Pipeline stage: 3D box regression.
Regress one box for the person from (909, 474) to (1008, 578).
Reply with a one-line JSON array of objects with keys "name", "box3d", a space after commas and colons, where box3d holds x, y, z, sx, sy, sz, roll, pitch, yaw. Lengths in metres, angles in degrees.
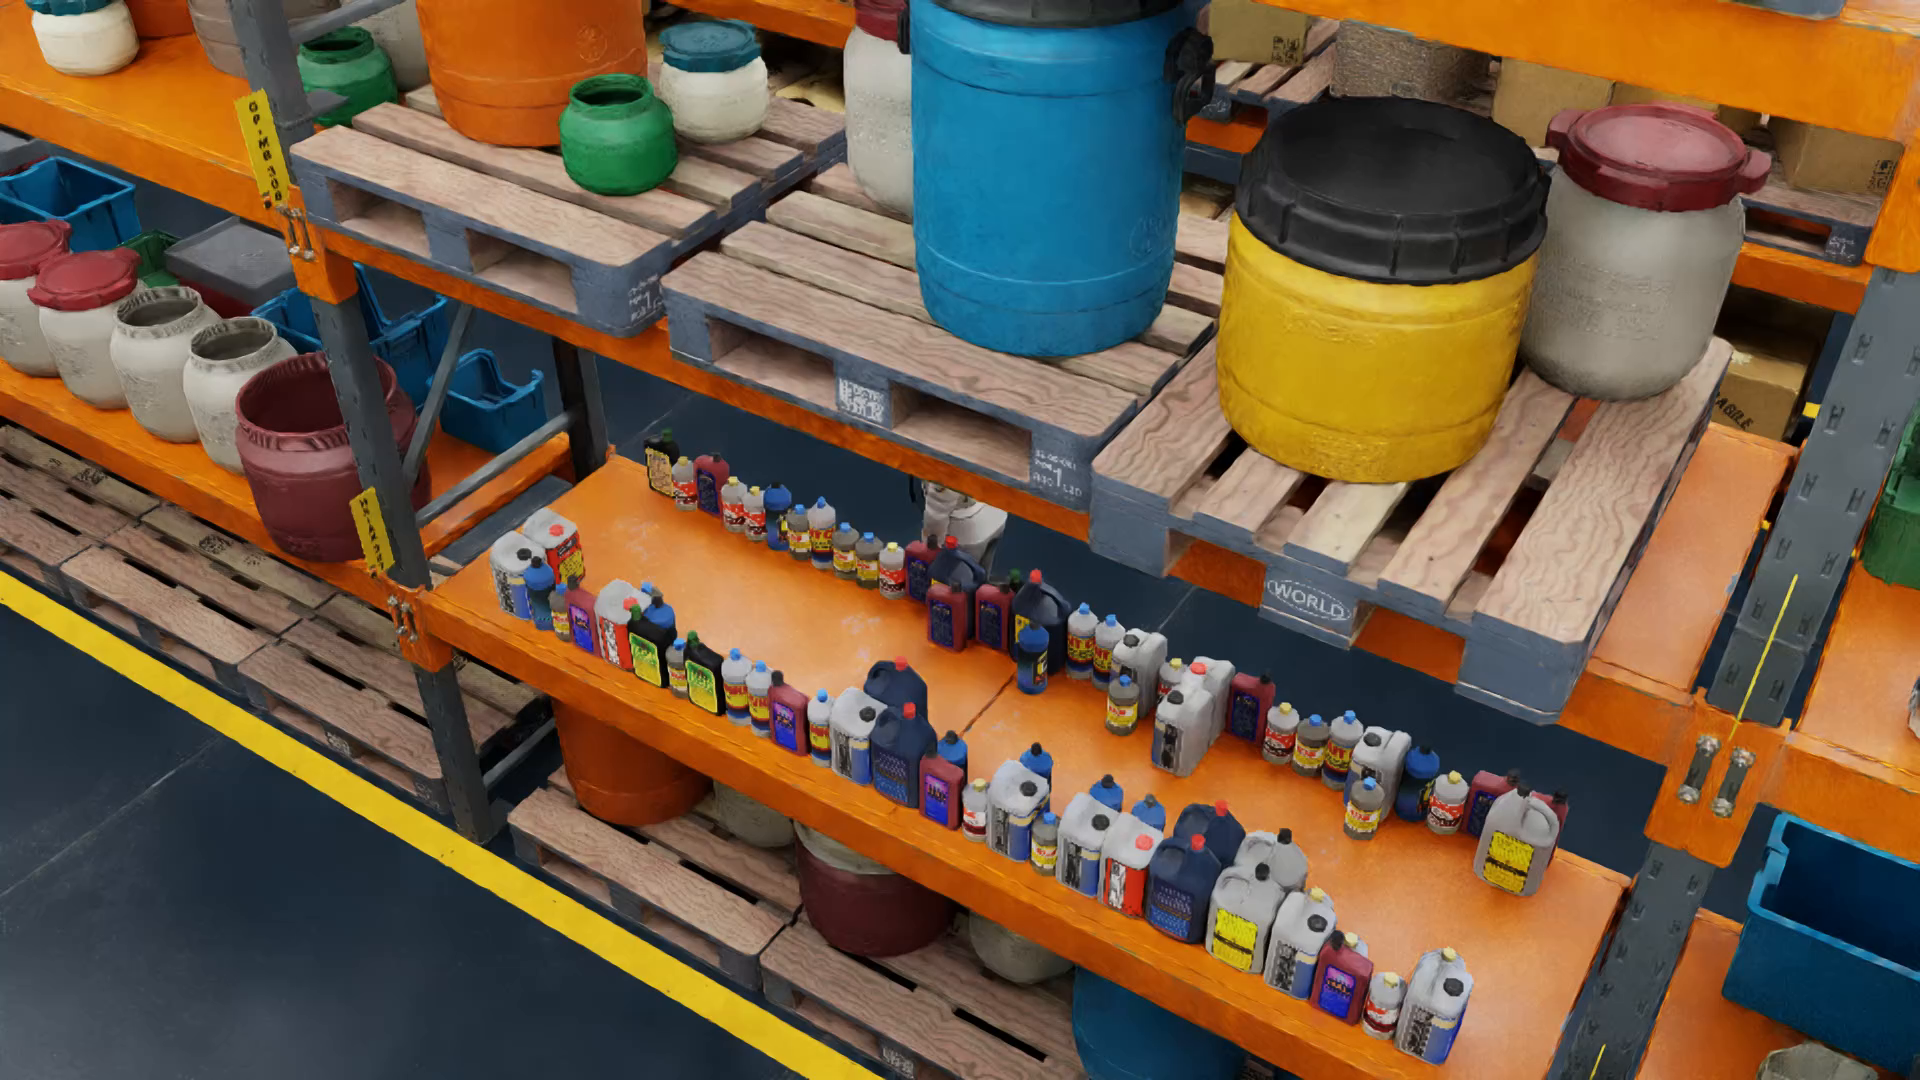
[{"name": "person", "box3d": [0.000, -0.030, 6.721, 0.328, 1.663, 0.469, 22, 44, 25]}]
